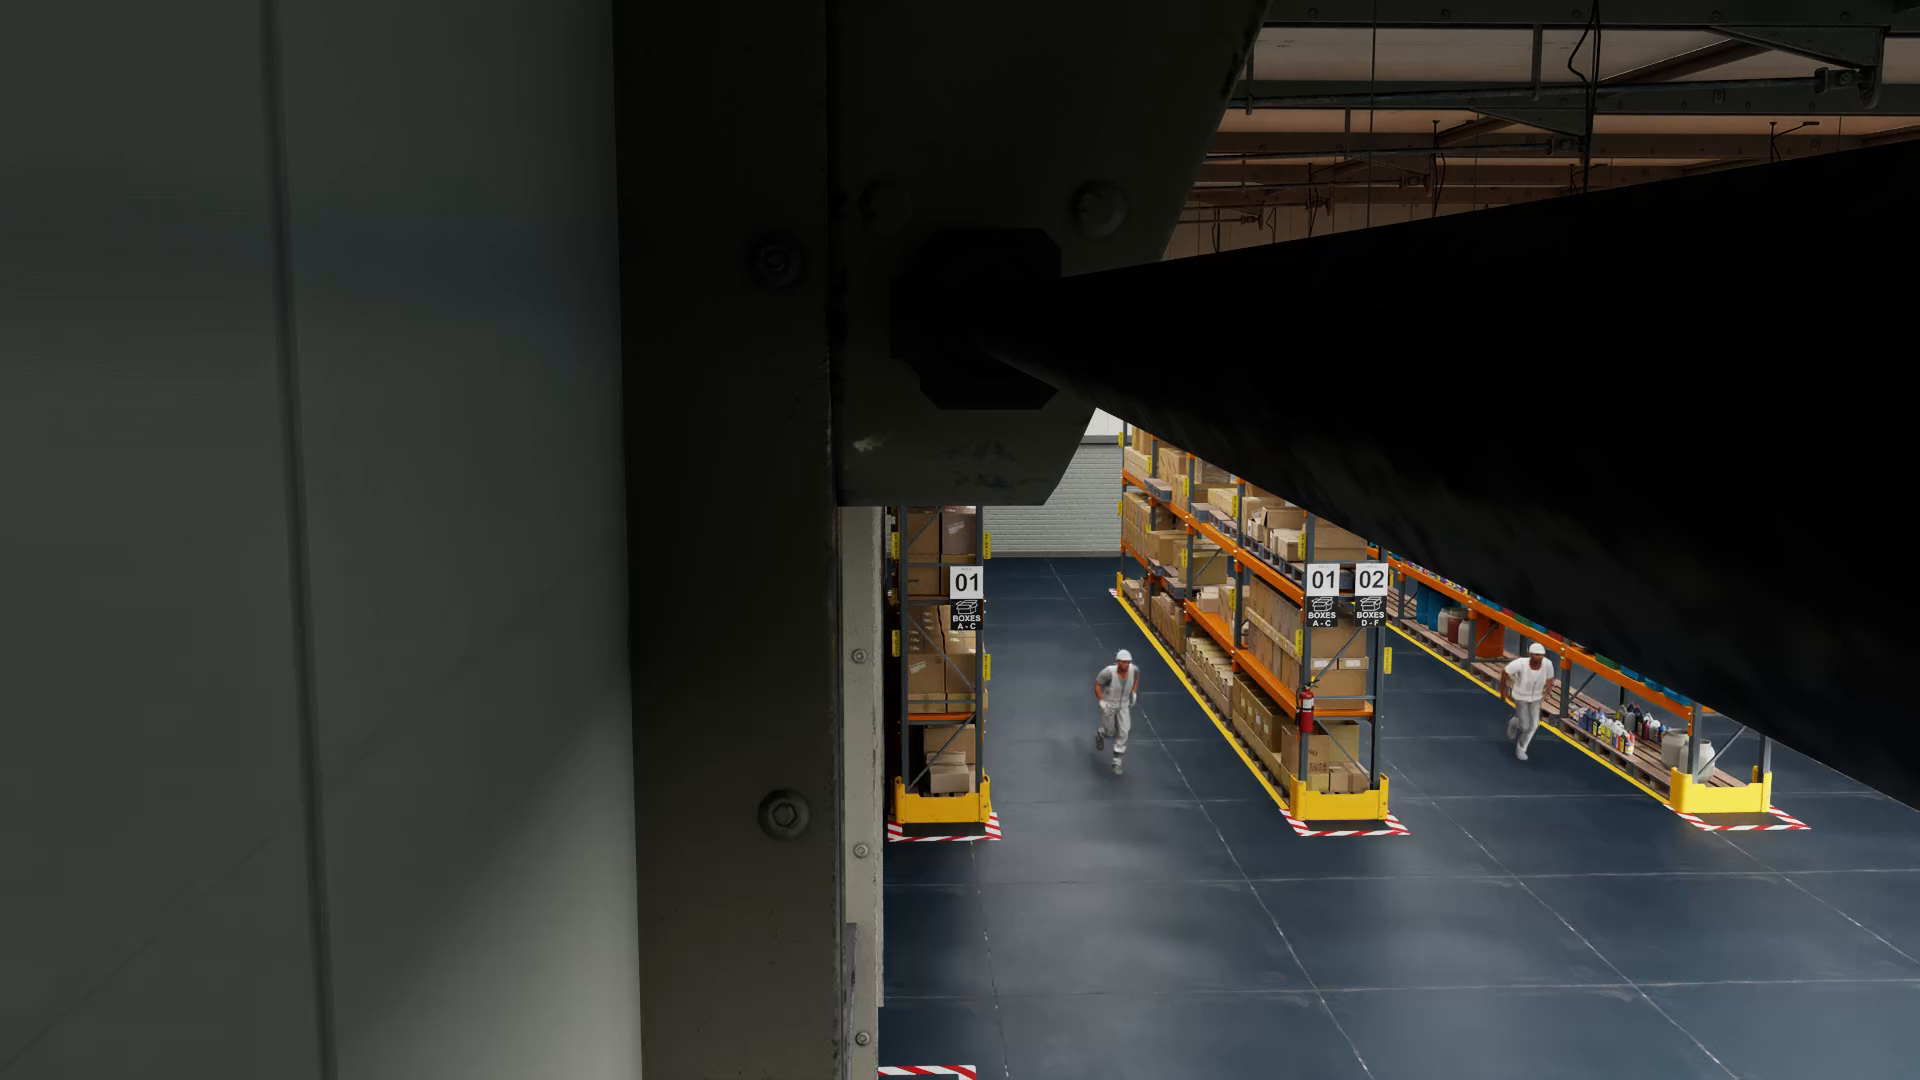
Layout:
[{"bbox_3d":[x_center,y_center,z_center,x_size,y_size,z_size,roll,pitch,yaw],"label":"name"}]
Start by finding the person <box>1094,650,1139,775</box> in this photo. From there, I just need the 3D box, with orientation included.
[{"bbox_3d":[2.117,2.299,22.890,0.668,1.731,0.988,-3,9,-22],"label":"person"}]

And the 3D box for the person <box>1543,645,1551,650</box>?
[{"bbox_3d":[10.940,1.212,30.671,0.605,1.659,0.529,-1,8,-4],"label":"person"}]

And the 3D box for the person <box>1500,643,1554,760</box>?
[{"bbox_3d":[7.972,2.240,23.380,0.693,1.689,0.775,-1,8,-9],"label":"person"}]
